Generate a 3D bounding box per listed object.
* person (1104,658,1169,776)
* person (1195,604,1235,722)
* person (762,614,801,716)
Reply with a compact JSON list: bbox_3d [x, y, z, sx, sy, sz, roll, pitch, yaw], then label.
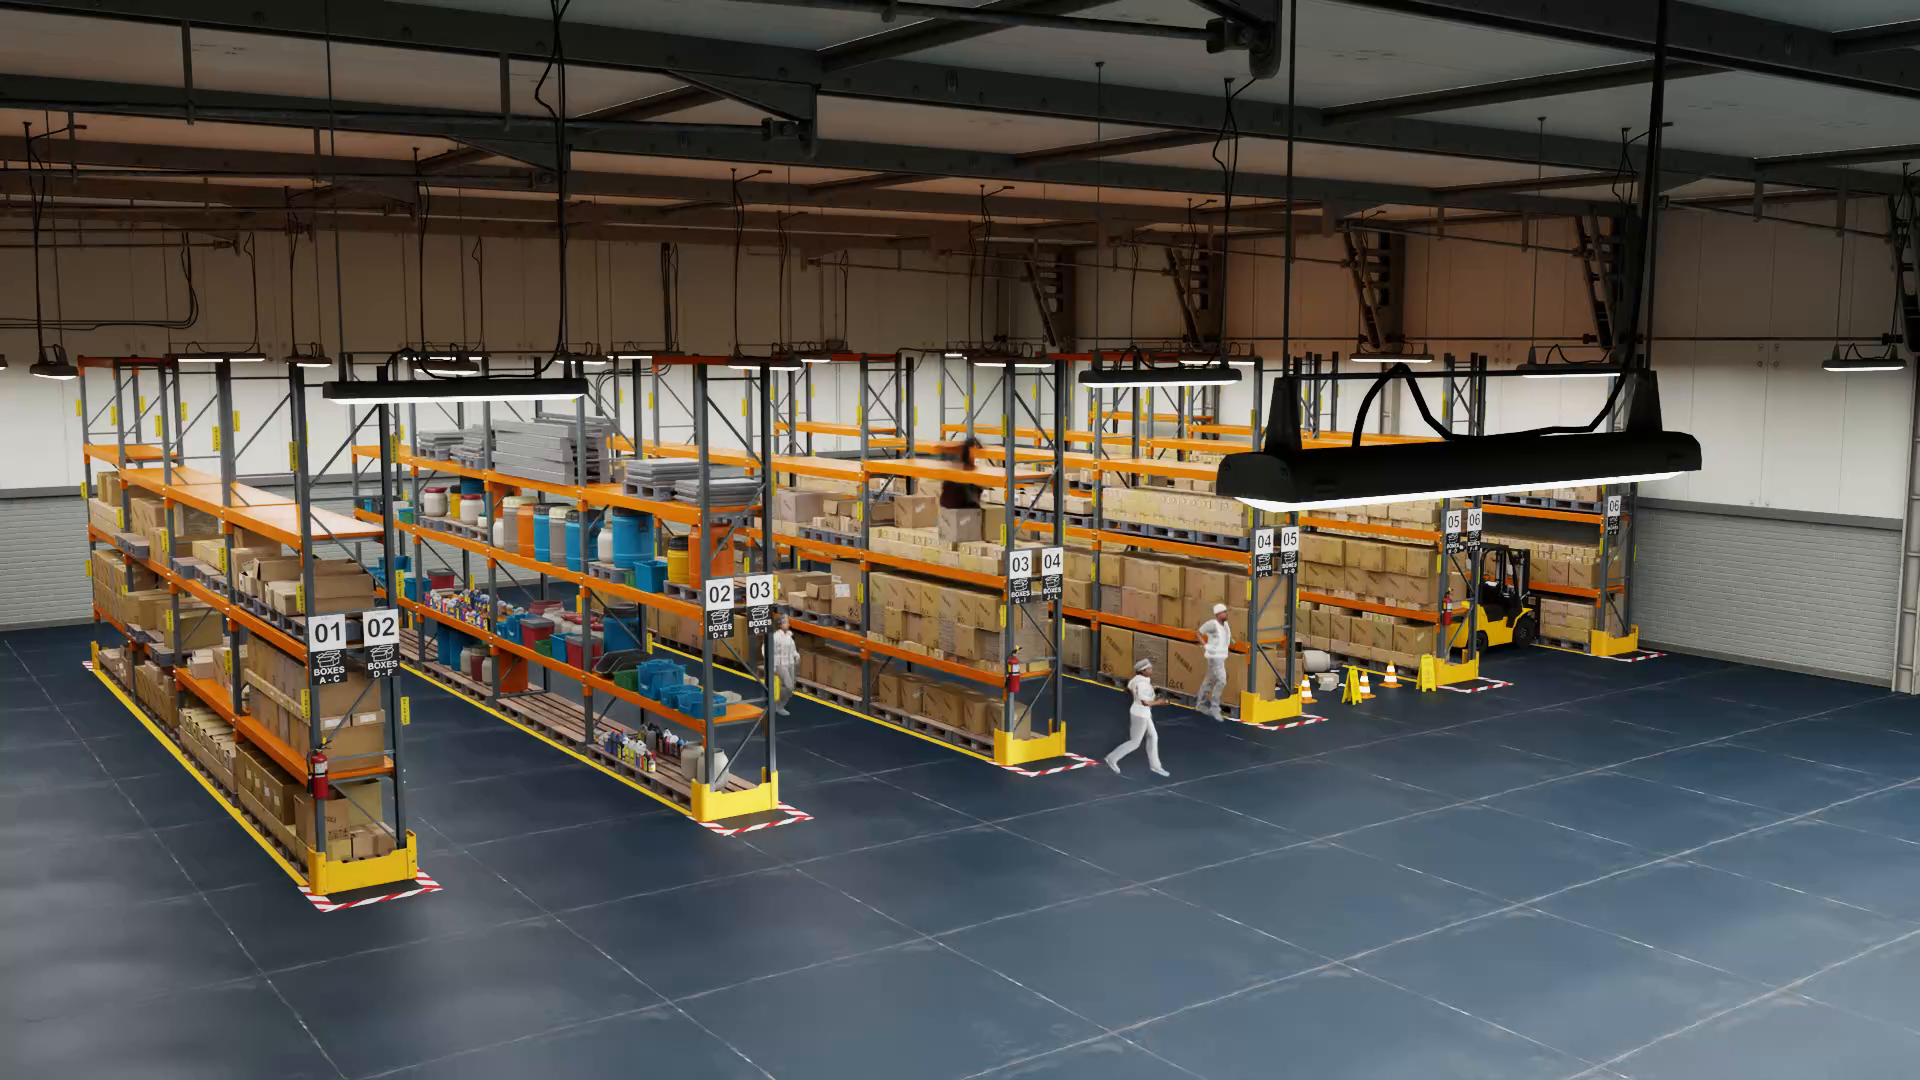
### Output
[{"bbox_3d":[2.522,2.521,23.652,0.936,1.724,0.589,0,7,2],"label":"person"},{"bbox_3d":[4.134,1.952,26.821,0.619,1.869,0.677,4,8,29],"label":"person"},{"bbox_3d":[-2.786,2.004,26.629,0.518,1.653,0.615,6,9,41],"label":"person"}]
